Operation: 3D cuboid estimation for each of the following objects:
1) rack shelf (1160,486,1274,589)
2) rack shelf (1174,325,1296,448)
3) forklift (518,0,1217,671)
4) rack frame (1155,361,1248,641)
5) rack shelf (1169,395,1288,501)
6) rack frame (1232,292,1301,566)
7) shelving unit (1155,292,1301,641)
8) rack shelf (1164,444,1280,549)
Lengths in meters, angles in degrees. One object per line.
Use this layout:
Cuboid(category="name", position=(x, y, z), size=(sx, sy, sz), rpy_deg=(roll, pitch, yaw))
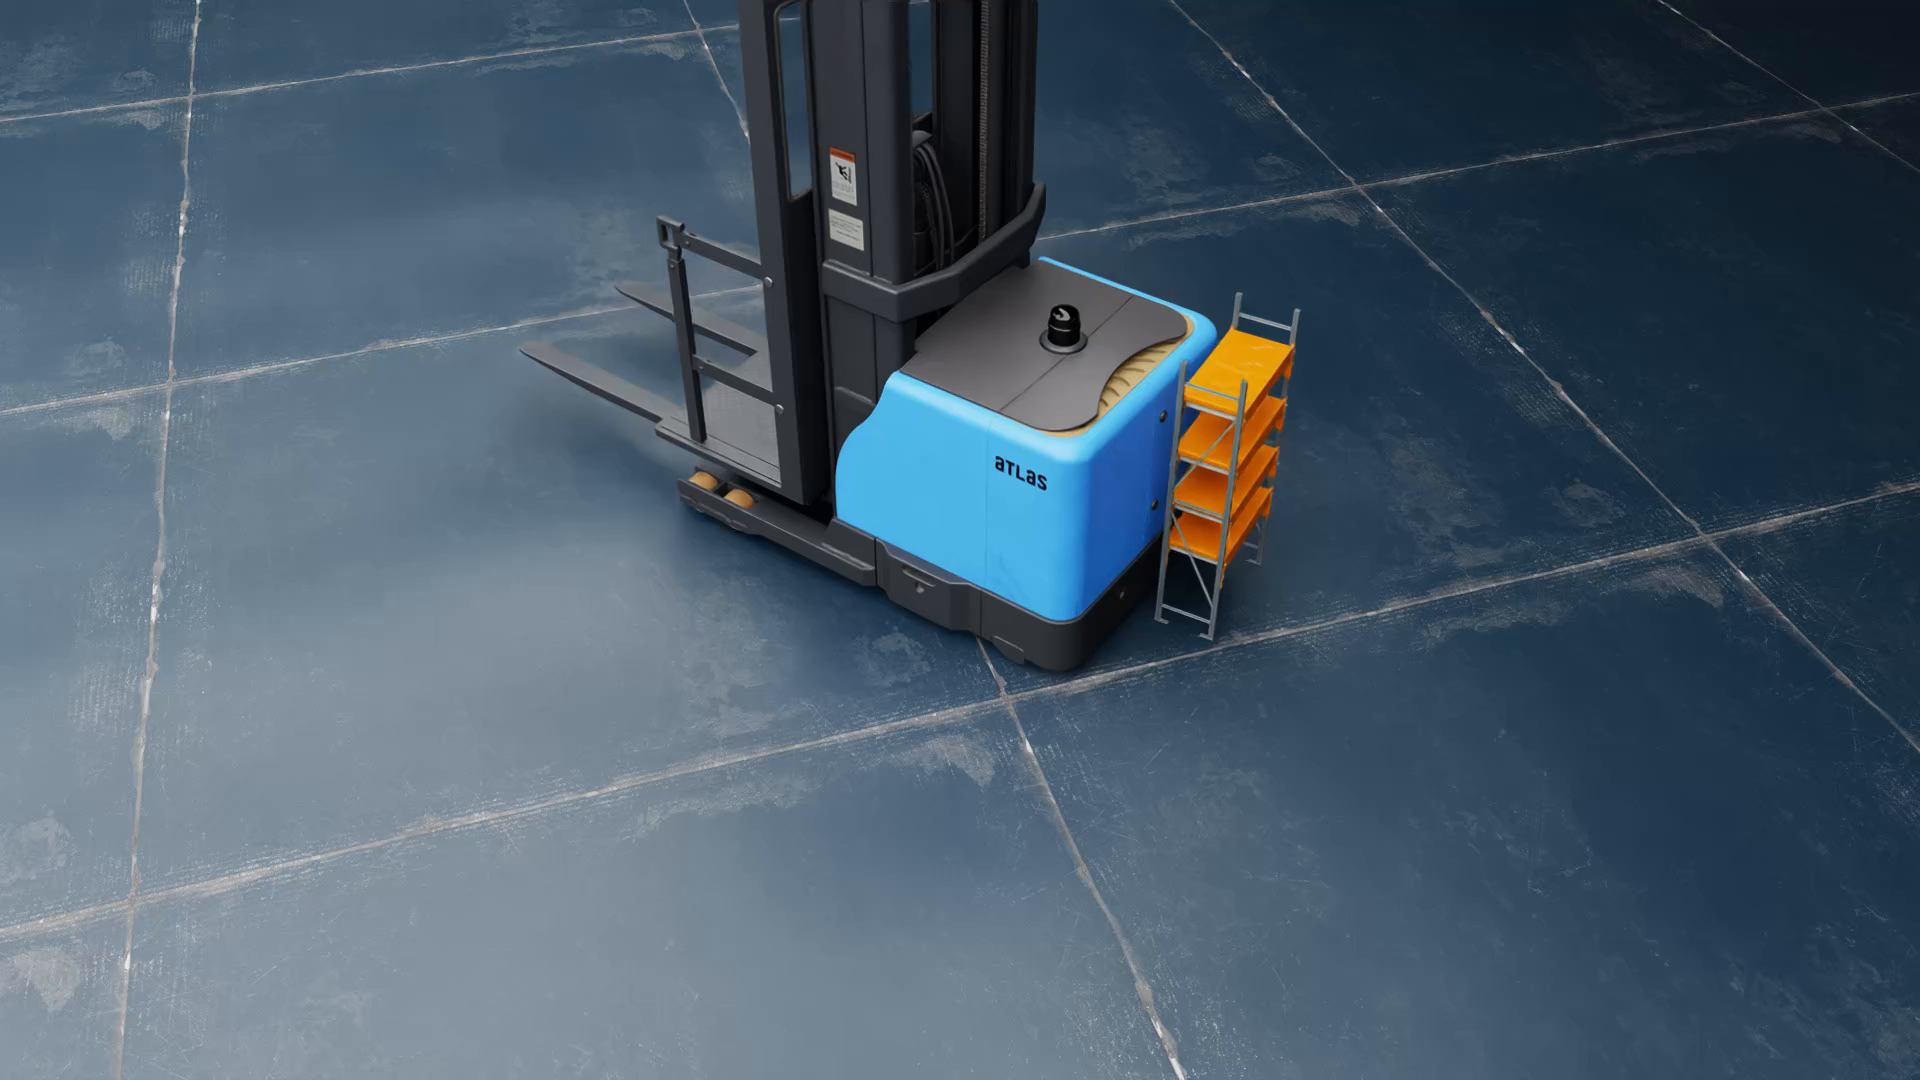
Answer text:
Cuboid(category="rack shelf", position=(0.975, -0.051, 6.299), size=(0.258, 0.148, 0.480), rpy_deg=(20, 45, 22))
Cuboid(category="rack shelf", position=(0.973, -0.548, 5.867), size=(0.258, 0.148, 0.480), rpy_deg=(20, 45, 22))
Cuboid(category="forklift", position=(-0.543, -1.401, 6.126), size=(3.031, 2.935, 1.130), rpy_deg=(25, 47, 26))
Cuboid(category="rack frame", position=(0.854, -0.112, 5.964), size=(0.240, 1.200, 0.015), rpy_deg=(20, 45, 22))
Cuboid(category="rack shelf", position=(0.974, -0.369, 6.022), size=(0.258, 0.148, 0.480), rpy_deg=(20, 45, 22))
Cuboid(category="rack frame", position=(1.094, -0.391, 6.284), size=(0.240, 1.200, 0.015), rpy_deg=(20, 45, 22))
Cuboid(category="shelving unit", position=(0.974, -0.251, 6.124), size=(0.258, 1.200, 0.503), rpy_deg=(20, 45, 22))
Cuboid(category="rack shelf", position=(0.975, -0.200, 6.168), size=(0.258, 0.148, 0.480), rpy_deg=(20, 45, 22))
